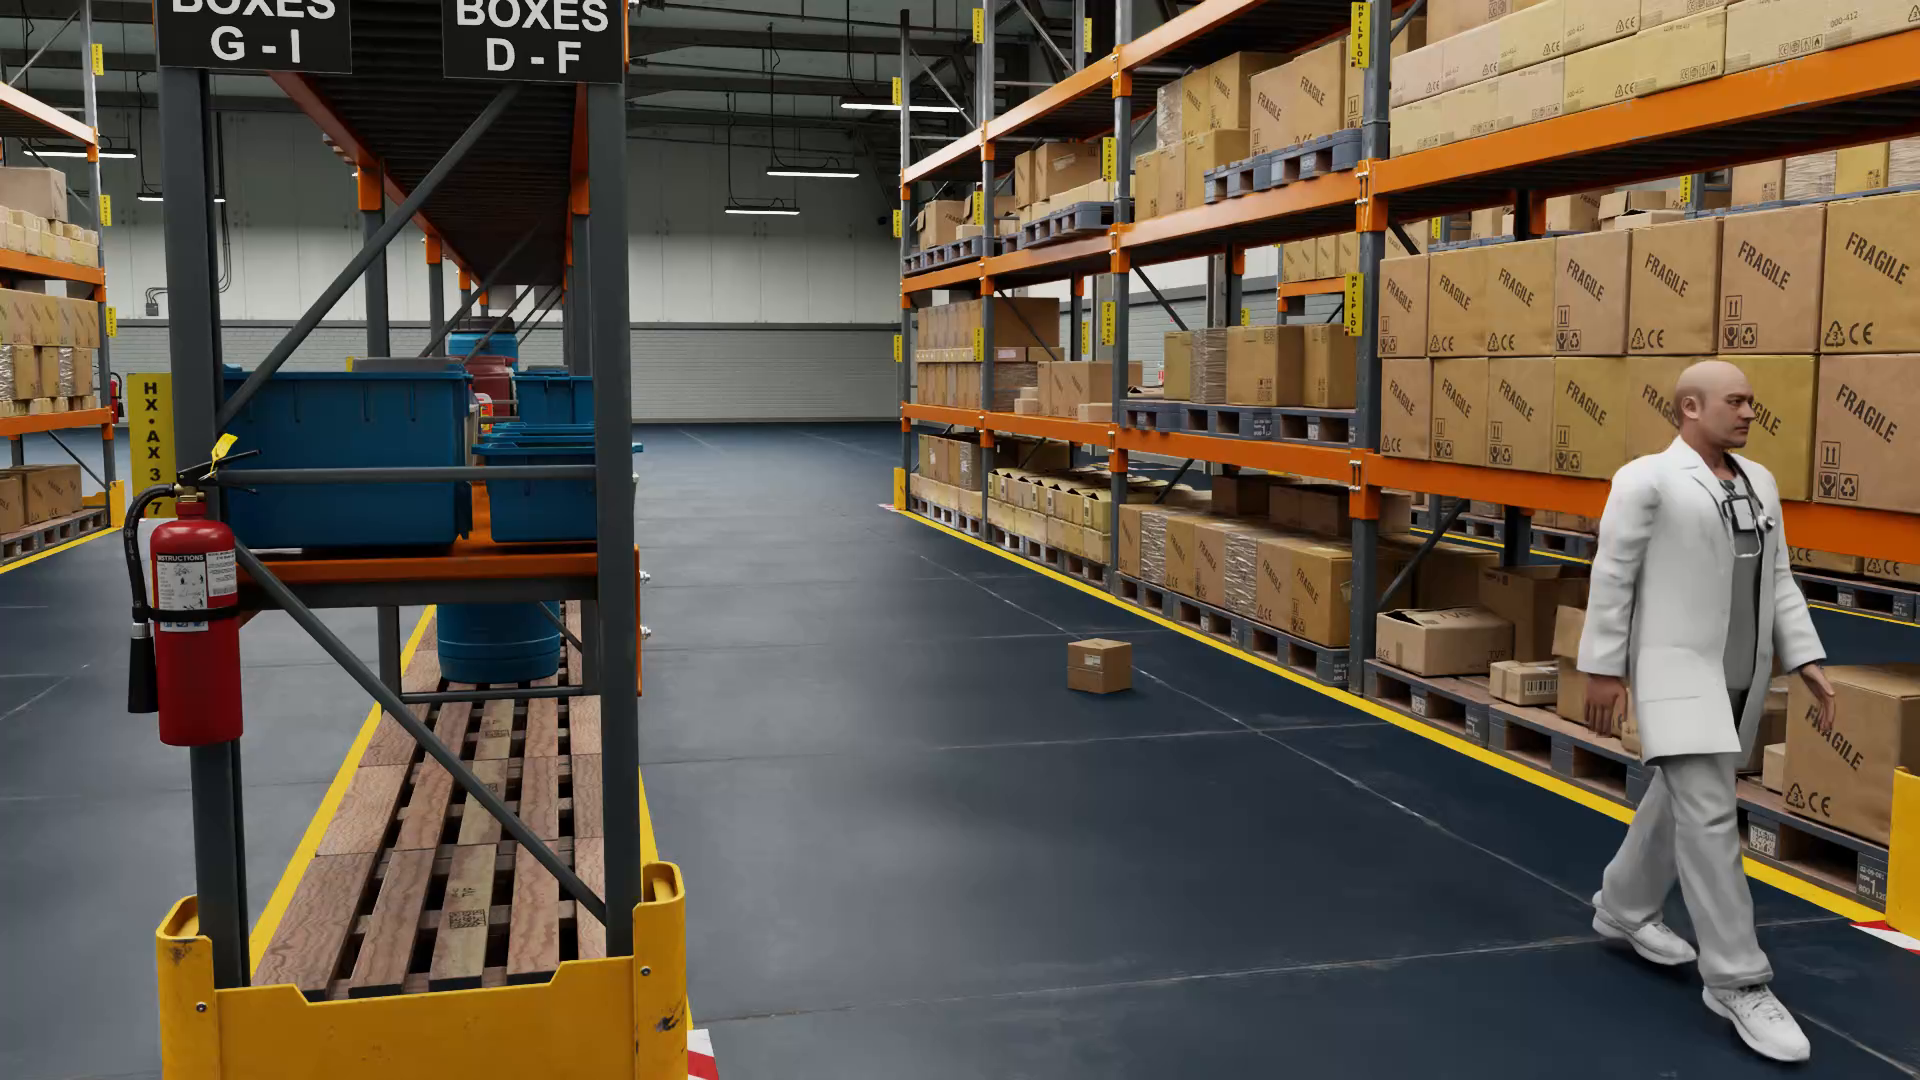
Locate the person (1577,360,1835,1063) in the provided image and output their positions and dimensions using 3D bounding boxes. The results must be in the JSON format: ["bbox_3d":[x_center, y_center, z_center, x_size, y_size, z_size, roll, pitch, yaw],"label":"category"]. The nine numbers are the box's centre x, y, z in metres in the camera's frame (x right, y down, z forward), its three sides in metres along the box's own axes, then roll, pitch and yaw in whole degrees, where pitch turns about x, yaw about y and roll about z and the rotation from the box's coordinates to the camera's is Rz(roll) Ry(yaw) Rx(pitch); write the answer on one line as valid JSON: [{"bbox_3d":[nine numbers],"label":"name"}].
[{"bbox_3d":[2.102,0.391,4.572,0.611,1.760,0.942,-3,6,-23],"label":"person"}]
